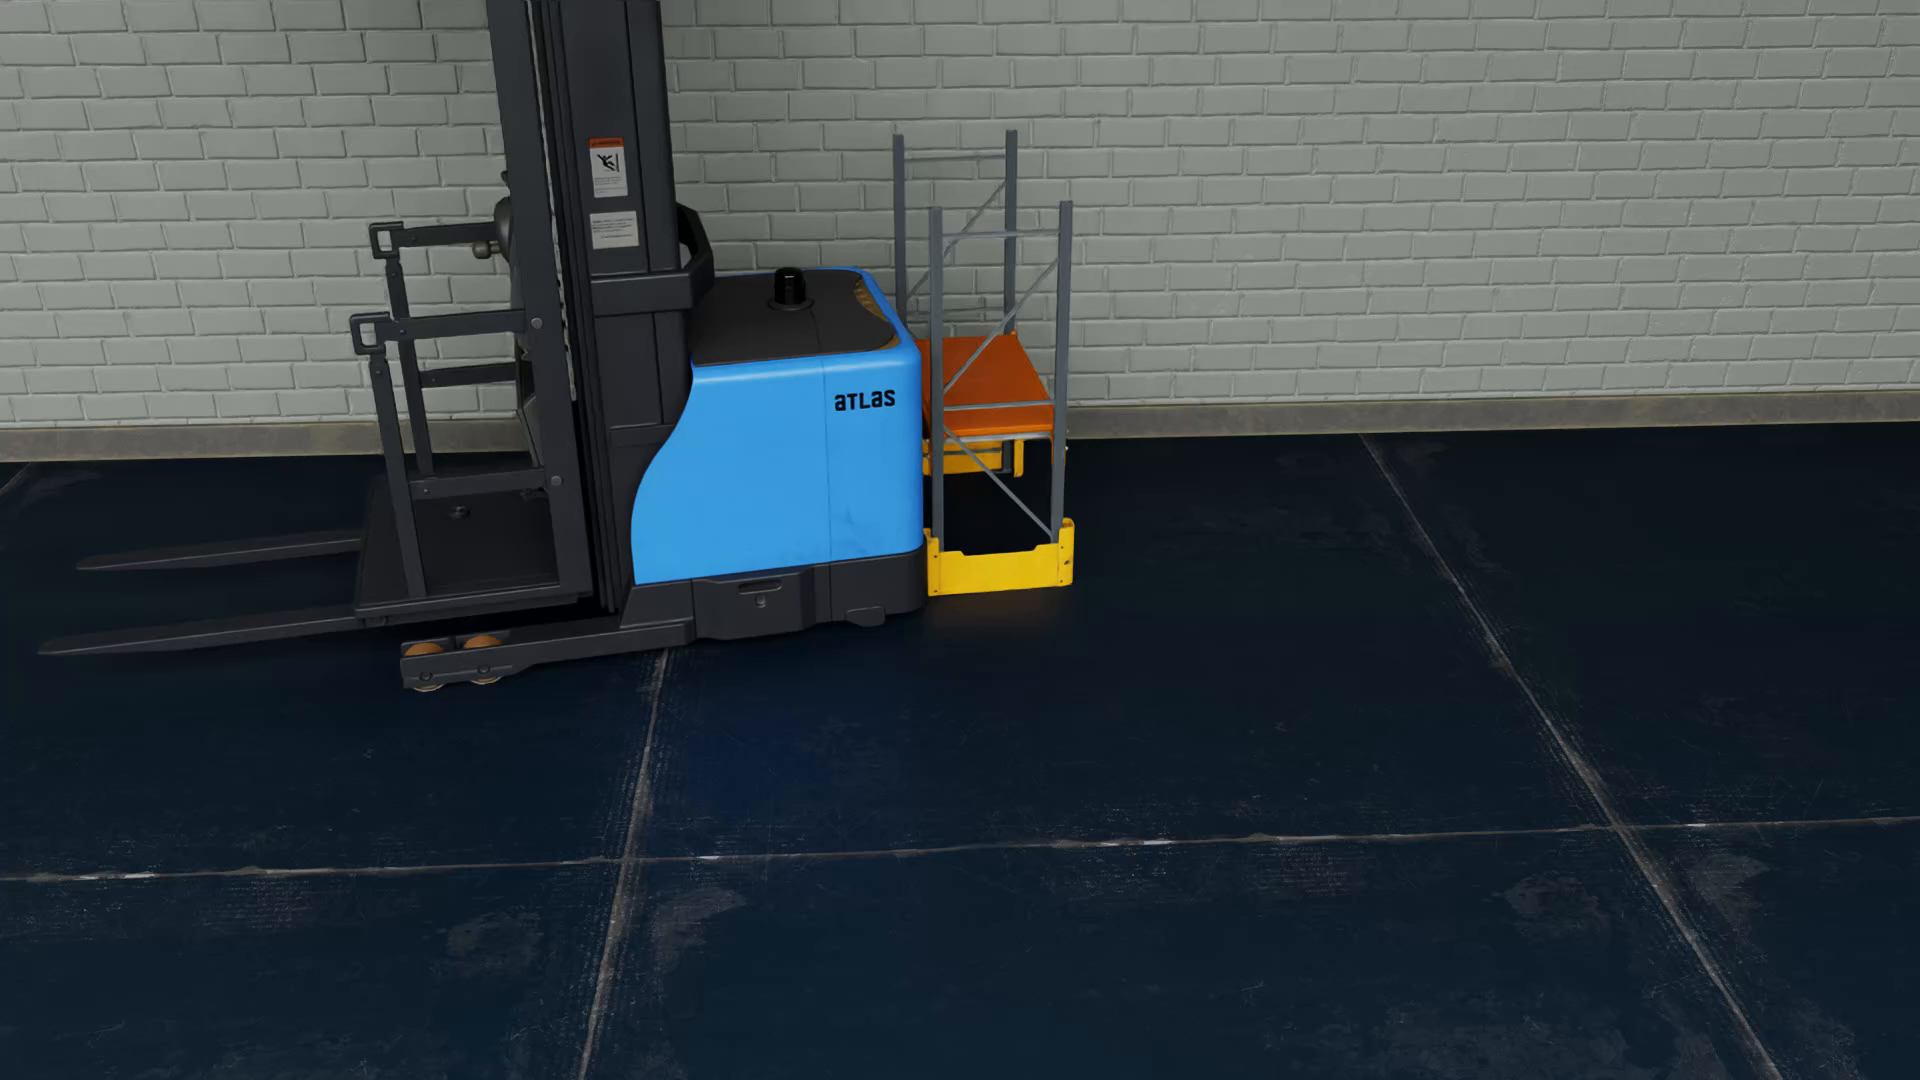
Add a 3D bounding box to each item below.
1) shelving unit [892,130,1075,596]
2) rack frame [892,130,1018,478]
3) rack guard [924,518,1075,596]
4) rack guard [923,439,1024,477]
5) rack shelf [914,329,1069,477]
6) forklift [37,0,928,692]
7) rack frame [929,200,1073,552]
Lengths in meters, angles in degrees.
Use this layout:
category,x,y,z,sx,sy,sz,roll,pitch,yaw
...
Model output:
category,x,y,z,sx,sy,sz,roll,pitch,yaw
shelving unit,0.063,-0.717,6.503,0.587,1.500,1.083,-4,28,-8
rack frame,-0.019,-0.953,6.956,0.500,1.500,0.032,-4,28,-8
rack guard,0.142,0.065,6.356,0.587,0.250,0.087,-4,28,-8
rack guard,-0.016,-0.390,7.228,0.587,0.250,0.087,-4,28,-8
rack shelf,0.062,-0.562,6.594,0.538,0.185,1.000,-4,28,-8
forklift,-1.693,-1.046,5.585,3.031,2.935,1.130,-7,28,-13
rack frame,0.142,-0.489,6.066,0.500,1.500,0.032,-4,28,-8
